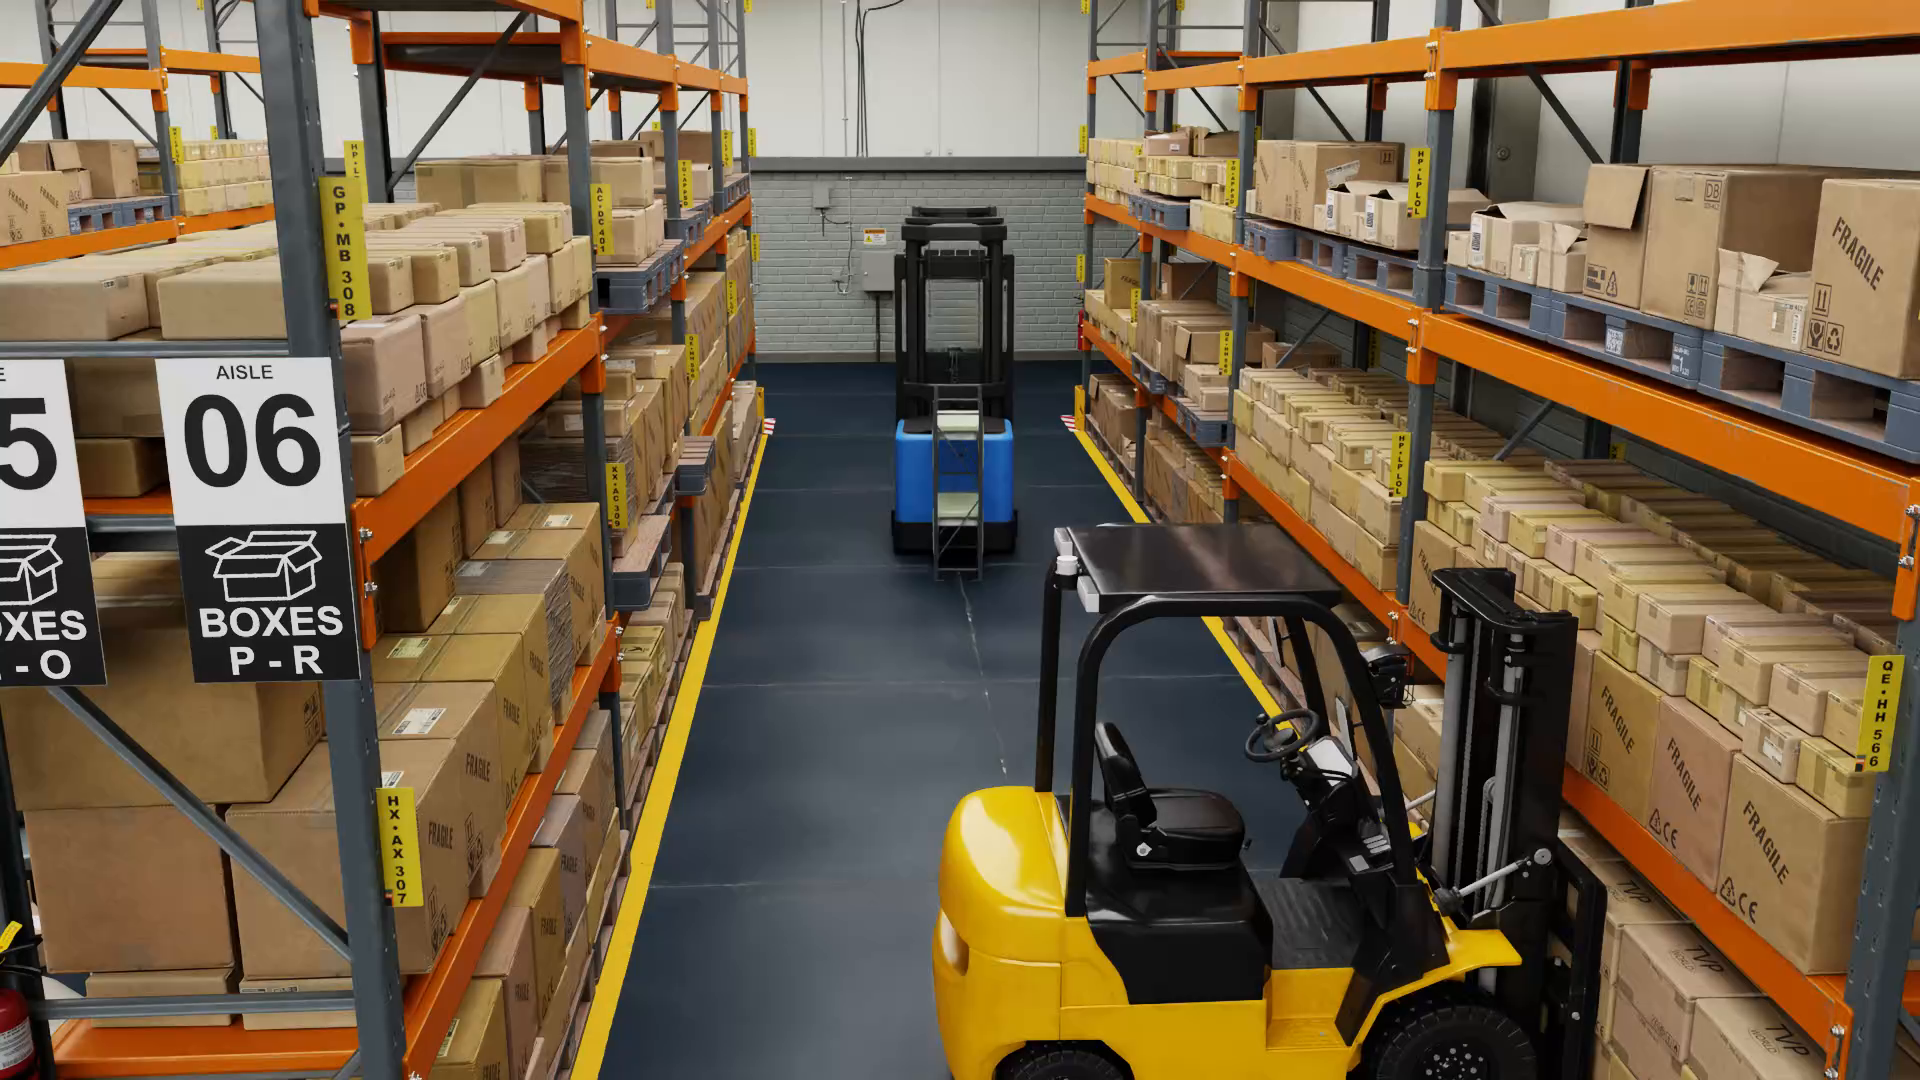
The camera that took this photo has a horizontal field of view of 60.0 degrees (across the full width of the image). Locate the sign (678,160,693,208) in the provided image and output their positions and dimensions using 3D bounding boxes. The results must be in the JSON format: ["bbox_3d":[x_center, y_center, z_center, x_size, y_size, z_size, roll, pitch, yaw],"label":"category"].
[{"bbox_3d":[-1.923,-2.490,11.629,0.100,0.325,0.005,-1,14,-3],"label":"sign"}]

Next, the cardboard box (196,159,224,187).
[{"bbox_3d":[-7.463,-3.542,16.052,0.500,0.250,0.500,-1,14,-4],"label":"cardboard box"}]

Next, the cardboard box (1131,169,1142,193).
[{"bbox_3d":[1.961,-3.492,16.263,0.500,0.250,0.500,-1,14,-3],"label":"cardboard box"}]

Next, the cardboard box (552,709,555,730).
[{"bbox_3d":[-1.841,0.729,6.678,0.380,0.149,0.250,-1,14,-4],"label":"cardboard box"}]

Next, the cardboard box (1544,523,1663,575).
[{"bbox_3d":[2.620,0.034,6.775,0.380,0.149,0.250,-1,14,-4],"label":"cardboard box"}]

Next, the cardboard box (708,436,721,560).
[{"bbox_3d":[-2.476,-0.349,13.784,0.875,0.875,0.875,-1,14,-3],"label":"cardboard box"}]

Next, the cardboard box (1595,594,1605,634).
[{"bbox_3d":[2.654,0.306,6.315,0.380,0.149,0.250,-1,14,-4],"label":"cardboard box"}]

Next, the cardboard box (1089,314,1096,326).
[{"bbox_3d":[1.740,-2.639,19.768,0.380,0.149,0.250,-1,14,-4],"label":"cardboard box"}]

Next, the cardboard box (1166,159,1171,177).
[{"bbox_3d":[1.970,-3.178,14.203,0.380,0.149,0.250,-1,14,-3],"label":"cardboard box"}]

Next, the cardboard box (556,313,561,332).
[{"bbox_3d":[-1.965,-0.978,7.292,0.380,0.149,0.250,-1,14,-3],"label":"cardboard box"}]

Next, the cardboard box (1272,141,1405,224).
[{"bbox_3d":[2.422,-2.302,10.690,0.700,0.500,0.500,-1,14,-5],"label":"cardboard box"}]

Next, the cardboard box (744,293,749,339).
[{"bbox_3d":[-2.609,-2.449,18.324,0.500,0.500,0.500,0,14,-2],"label":"cardboard box"}]

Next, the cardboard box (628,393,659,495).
[{"bbox_3d":[-2.008,-0.549,9.501,0.500,0.500,0.500,-1,14,-4],"label":"cardboard box"}]

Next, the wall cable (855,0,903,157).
[{"bbox_3d":[-0.060,-7.148,24.671,2.988,3.039,0.133,-1,14,-3],"label":"wall cable"}]

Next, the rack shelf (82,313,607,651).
[{"bbox_3d":[-2.093,-0.392,5.953,1.077,0.370,4.000,-1,14,-3],"label":"rack shelf"}]

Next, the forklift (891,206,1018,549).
[{"bbox_3d":[-0.052,-1.645,15.538,1.130,2.935,3.031,0,14,0],"label":"forklift"}]

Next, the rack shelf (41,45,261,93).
[{"bbox_3d":[-7.771,-4.726,16.784,1.077,0.370,4.000,-1,14,-3],"label":"rack shelf"}]

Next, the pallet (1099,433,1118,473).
[{"bbox_3d":[2.121,-0.976,18.398,1.003,0.211,1.213,-1,14,-3],"label":"pallet"}]

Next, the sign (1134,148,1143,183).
[{"bbox_3d":[1.700,-3.545,15.726,0.100,0.325,0.005,-1,14,-3],"label":"sign"}]

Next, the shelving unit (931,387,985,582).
[{"bbox_3d":[-0.016,-0.475,13.864,0.431,1.500,0.755,0,14,0],"label":"shelving unit"}]

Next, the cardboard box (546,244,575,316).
[{"bbox_3d":[-1.889,-1.078,6.879,0.500,0.250,0.500,-1,14,-4],"label":"cardboard box"}]

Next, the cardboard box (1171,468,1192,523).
[{"bbox_3d":[2.142,-0.335,14.484,0.500,0.500,0.500,-1,14,-5],"label":"cardboard box"}]

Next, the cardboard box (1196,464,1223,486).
[{"bbox_3d":[2.199,-0.545,13.996,0.380,0.149,0.250,-1,14,-4],"label":"cardboard box"}]

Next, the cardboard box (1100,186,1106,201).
[{"bbox_3d":[1.759,-3.837,18.405,0.380,0.149,0.250,-1,14,-4],"label":"cardboard box"}]

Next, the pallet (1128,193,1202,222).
[{"bbox_3d":[2.212,-3.050,15.219,1.213,0.211,1.003,-1,14,-3],"label":"pallet"}]

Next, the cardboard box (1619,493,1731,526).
[{"bbox_3d":[3.140,-0.104,7.312,0.380,0.149,0.250,-1,14,-5],"label":"cardboard box"}]

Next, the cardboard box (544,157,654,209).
[{"bbox_3d":[-1.894,-1.886,8.770,0.500,0.250,0.500,-1,14,-5],"label":"cardboard box"}]

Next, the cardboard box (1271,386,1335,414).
[{"bbox_3d":[2.303,-0.941,11.162,0.380,0.149,0.250,-1,14,-3],"label":"cardboard box"}]

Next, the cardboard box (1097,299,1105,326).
[{"bbox_3d":[1.819,-2.550,18.620,0.500,0.250,0.500,-1,14,-4],"label":"cardboard box"}]

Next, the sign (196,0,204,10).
[{"bbox_3d":[-8.436,-6.055,18.468,0.100,0.325,0.005,-1,14,-3],"label":"sign"}]

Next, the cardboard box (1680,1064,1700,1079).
[{"bbox_3d":[2.643,1.902,5.285,0.500,0.250,0.500,-1,14,-4],"label":"cardboard box"}]

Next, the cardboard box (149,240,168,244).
[{"bbox_3d":[-8.049,-2.847,17.267,0.500,0.500,0.500,-1,14,-5],"label":"cardboard box"}]

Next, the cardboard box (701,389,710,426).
[{"bbox_3d":[-2.320,-1.090,13.546,0.500,0.250,0.500,0,14,-2],"label":"cardboard box"}]

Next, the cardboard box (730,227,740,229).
[{"bbox_3d":[-2.738,-3.530,19.216,0.380,0.149,0.250,-1,14,-3],"label":"cardboard box"}]

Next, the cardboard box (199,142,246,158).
[{"bbox_3d":[-7.486,-3.957,16.862,0.380,0.149,0.250,-1,14,-5],"label":"cardboard box"}]

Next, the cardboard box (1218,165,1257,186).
[{"bbox_3d":[2.195,-2.788,12.725,0.380,0.149,0.250,-1,14,-5],"label":"cardboard box"}]

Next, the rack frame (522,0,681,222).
[{"bbox_3d":[-2.465,-3.685,11.289,1.000,3.000,0.127,-1,14,-3],"label":"rack frame"}]

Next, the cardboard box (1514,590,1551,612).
[{"bbox_3d":[2.585,0.459,7.023,0.500,0.500,0.500,-1,14,-4],"label":"cardboard box"}]

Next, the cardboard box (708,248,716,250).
[{"bbox_3d":[-2.505,-2.767,16.252,0.380,0.149,0.250,-1,14,-3],"label":"cardboard box"}]

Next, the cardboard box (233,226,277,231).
[{"bbox_3d":[-2.344,-1.033,5.906,0.380,0.149,0.250,-1,14,-2],"label":"cardboard box"}]

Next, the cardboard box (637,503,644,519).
[{"bbox_3d":[-2.010,-0.205,9.465,0.380,0.149,0.250,-1,14,-3],"label":"cardboard box"}]

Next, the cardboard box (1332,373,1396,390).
[{"bbox_3d":[2.839,-1.079,11.696,0.380,0.149,0.250,-1,14,-2],"label":"cardboard box"}]

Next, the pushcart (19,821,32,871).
[{"bbox_3d":[-4.489,1.533,8.312,1.648,0.377,0.936,-6,16,-23],"label":"pushcart"}]

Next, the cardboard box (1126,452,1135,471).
[{"bbox_3d":[1.914,-0.809,17.028,0.380,0.149,0.250,-1,14,-5],"label":"cardboard box"}]

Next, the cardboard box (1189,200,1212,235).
[{"bbox_3d":[2.152,-2.610,13.434,0.500,0.250,0.500,-1,14,-3],"label":"cardboard box"}]

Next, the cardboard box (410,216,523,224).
[{"bbox_3d":[-1.899,-1.168,6.429,0.380,0.149,0.250,-1,14,-5],"label":"cardboard box"}]

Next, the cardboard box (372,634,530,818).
[{"bbox_3d":[-1.790,0.640,5.721,0.500,0.500,0.500,-1,14,-5],"label":"cardboard box"}]

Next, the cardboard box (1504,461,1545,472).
[{"bbox_3d":[2.929,-0.316,8.731,0.380,0.149,0.250,-1,14,-5],"label":"cardboard box"}]

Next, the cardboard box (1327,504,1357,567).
[{"bbox_3d":[2.408,-0.036,9.447,0.500,0.250,0.500,-1,14,-4],"label":"cardboard box"}]

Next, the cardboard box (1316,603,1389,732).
[{"bbox_3d":[2.653,0.762,9.969,0.875,0.625,0.625,-1,14,-4],"label":"cardboard box"}]

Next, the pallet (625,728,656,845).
[{"bbox_3d":[-2.267,1.372,9.270,1.003,0.211,1.213,-1,14,-3],"label":"pallet"}]

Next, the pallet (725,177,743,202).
[{"bbox_3d":[-2.825,-3.690,17.508,1.003,0.211,1.213,-1,14,-3],"label":"pallet"}]

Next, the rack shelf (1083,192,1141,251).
[{"bbox_3d":[2.117,-3.454,17.853,1.077,0.370,4.000,-1,14,-3],"label":"rack shelf"}]

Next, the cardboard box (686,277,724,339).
[{"bbox_3d":[-2.395,-2.071,14.849,0.500,0.500,0.500,-1,14,-2],"label":"cardboard box"}]
